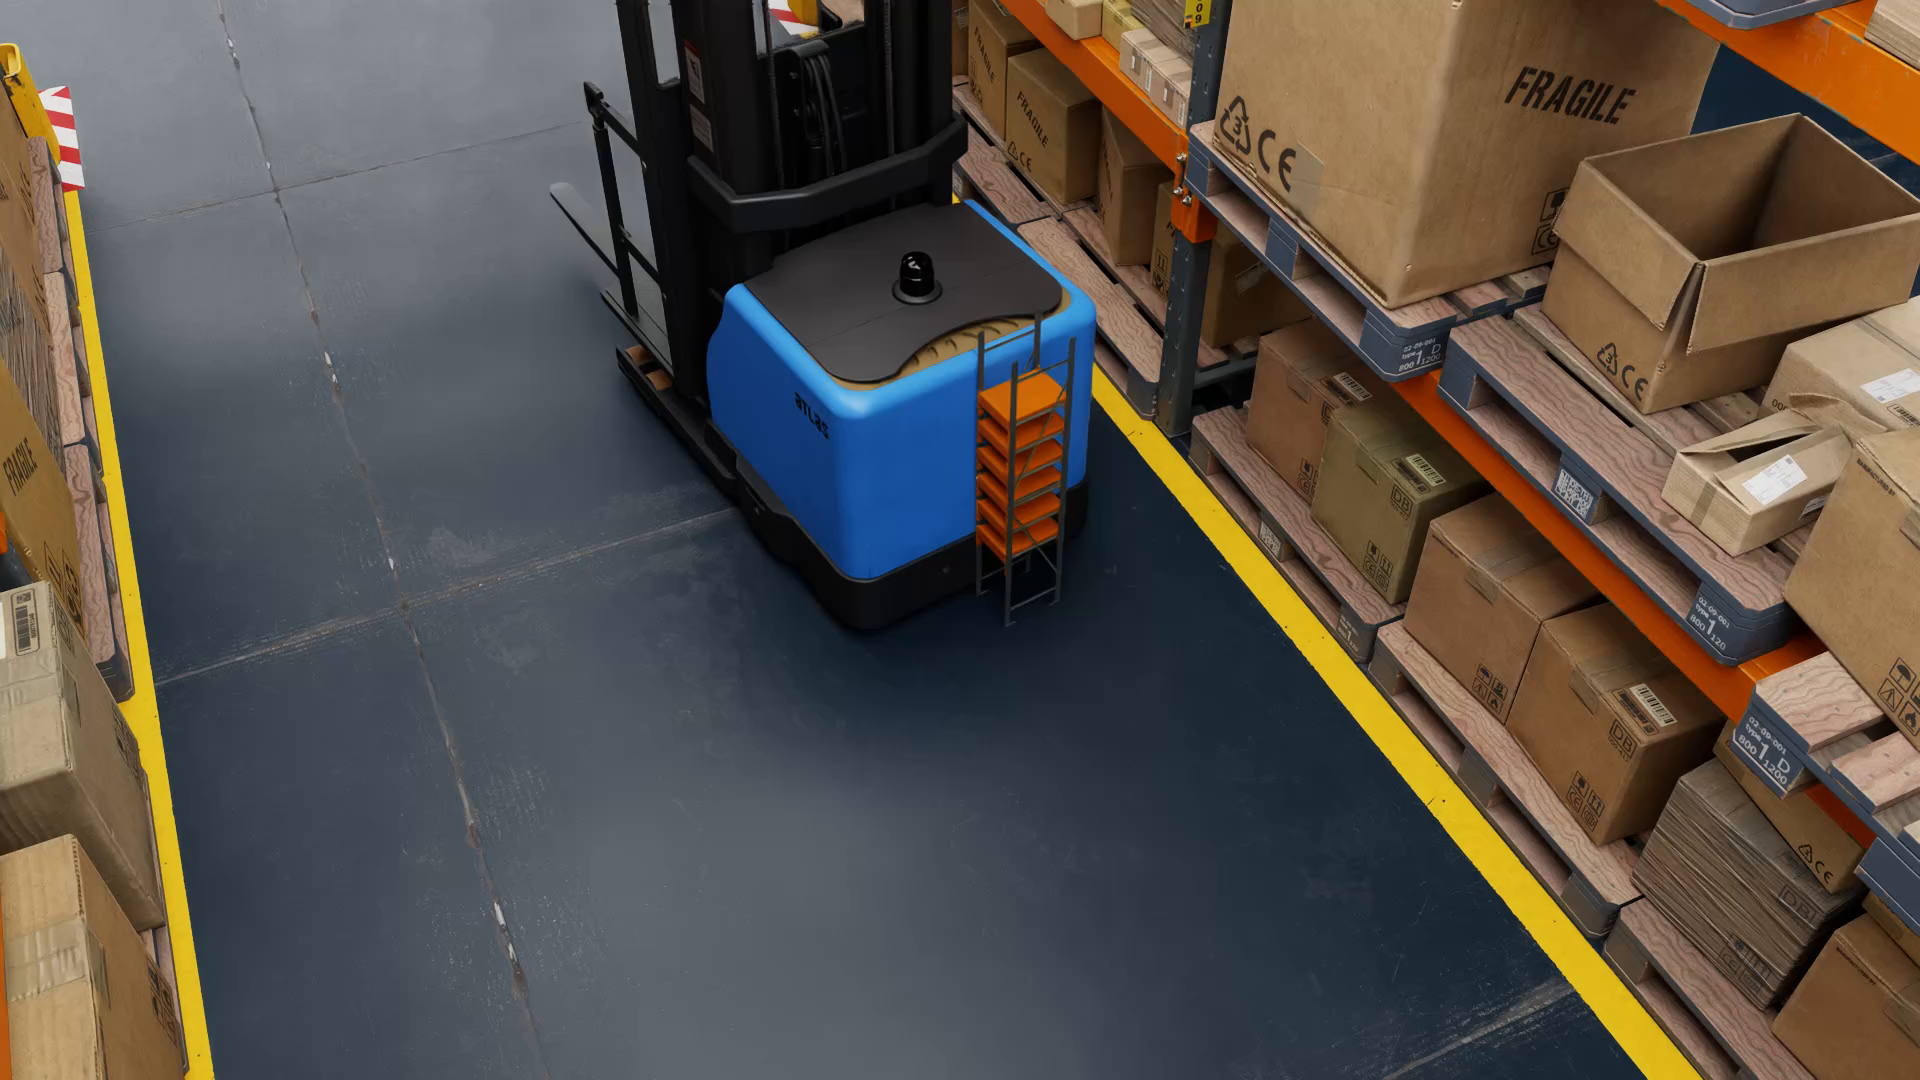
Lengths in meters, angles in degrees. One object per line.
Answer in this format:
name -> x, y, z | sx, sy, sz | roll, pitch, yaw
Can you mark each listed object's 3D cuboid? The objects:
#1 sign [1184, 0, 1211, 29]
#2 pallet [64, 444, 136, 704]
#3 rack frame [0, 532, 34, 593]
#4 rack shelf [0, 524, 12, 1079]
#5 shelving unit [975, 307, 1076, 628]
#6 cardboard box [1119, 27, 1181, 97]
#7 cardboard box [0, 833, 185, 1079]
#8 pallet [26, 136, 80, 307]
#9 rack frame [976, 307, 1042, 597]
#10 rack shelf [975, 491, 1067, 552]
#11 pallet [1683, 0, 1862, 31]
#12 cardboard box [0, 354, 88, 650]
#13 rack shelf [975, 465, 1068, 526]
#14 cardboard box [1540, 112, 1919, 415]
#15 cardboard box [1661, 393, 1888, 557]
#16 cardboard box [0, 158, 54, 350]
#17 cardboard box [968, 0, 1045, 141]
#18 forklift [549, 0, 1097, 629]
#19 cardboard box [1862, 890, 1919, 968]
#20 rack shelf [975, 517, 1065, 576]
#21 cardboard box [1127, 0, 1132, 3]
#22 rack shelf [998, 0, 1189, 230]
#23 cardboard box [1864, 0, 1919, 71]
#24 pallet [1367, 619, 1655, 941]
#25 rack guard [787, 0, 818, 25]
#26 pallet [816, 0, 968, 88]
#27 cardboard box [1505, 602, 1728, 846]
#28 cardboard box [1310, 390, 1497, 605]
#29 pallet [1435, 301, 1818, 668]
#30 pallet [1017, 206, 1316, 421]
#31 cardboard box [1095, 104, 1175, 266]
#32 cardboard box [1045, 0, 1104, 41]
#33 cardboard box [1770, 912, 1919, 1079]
sign -> 0.775, -1.796, 5.318 | 0.100, 0.325, 0.005 | -18, 47, -17
pallet -> -3.528, 0.232, 5.864 | 1.003, 0.211, 1.213 | -18, 47, -17
rack frame -> -3.279, -0.253, 4.370 | 1.000, 3.000, 0.127 | -18, 47, -17
rack shelf -> -2.438, 1.278, 3.331 | 1.077, 0.370, 4.000 | -18, 47, -17
shelving unit -> 0.209, -0.214, 5.612 | 0.258, 1.200, 0.189 | -25, 50, -23
cardboard box -> 0.810, -1.776, 6.093 | 0.380, 0.149, 0.250 | -18, 47, -17
cardboard box -> -2.534, 1.384, 4.015 | 1.050, 0.750, 0.750 | -18, 47, -17
pallet -> -4.554, -1.323, 7.440 | 1.003, 0.211, 1.213 | -18, 47, -17
rack frame -> 0.159, -0.267, 5.667 | 0.240, 1.200, 0.006 | -25, 50, -23
rack shelf -> 0.209, -0.097, 5.728 | 0.258, 0.103, 0.180 | -25, 50, -23
pallet -> 1.866, -1.569, 3.702 | 1.213, 0.211, 1.003 | -18, 47, -17
cardboard box -> -3.480, -0.067, 5.396 | 0.875, 0.875, 0.875 | -17, 47, -17
rack shelf -> 0.209, -0.182, 5.644 | 0.258, 0.103, 0.180 | -25, 50, -23
cardboard box -> 2.077, -0.762, 4.514 | 0.797, 0.503, 0.637 | -14, 46, -13
cardboard box -> 2.000, -0.188, 4.102 | 0.396, 0.266, 0.258 | -19, 48, -19
cardboard box -> -4.244, -1.222, 6.567 | 0.875, 0.875, 0.875 | -19, 48, -18
cardboard box -> 0.358, -2.283, 7.909 | 0.500, 0.500, 0.500 | -14, 46, -14
forklift -> -0.757, -1.739, 5.926 | 1.130, 2.935, 3.031 | -25, 50, -23
cardboard box -> 2.637, 0.944, 4.090 | 0.500, 0.250, 0.500 | -16, 47, -16
rack shelf -> 0.209, -0.011, 5.812 | 0.258, 0.103, 0.180 | -25, 50, -23
cardboard box -> 0.953, -2.428, 6.293 | 0.875, 0.500, 0.500 | -18, 47, -17
rack shelf -> 0.423, -2.671, 7.334 | 1.077, 0.370, 4.000 | -18, 47, -17
cardboard box -> 2.094, -0.982, 3.080 | 0.500, 0.250, 0.500 | -17, 47, -16
pallet -> 2.109, 0.614, 5.477 | 1.003, 0.211, 1.213 | -18, 47, -17
rack guard -> -0.386, -3.264, 9.202 | 1.175, 0.500, 0.348 | -18, 47, -17
pallet -> -0.076, -2.633, 8.768 | 1.003, 0.211, 1.213 | -18, 47, -17
cardboard box -> 2.156, 0.499, 5.075 | 0.700, 0.500, 0.500 | -14, 46, -14
cardboard box -> 1.686, -0.213, 5.796 | 0.700, 0.500, 0.500 | -18, 47, -18
pallet -> 2.076, -0.285, 4.540 | 1.003, 0.211, 1.213 | -18, 47, -17
pallet -> 0.949, -1.078, 7.192 | 1.003, 0.211, 1.213 | -18, 47, -17
cardboard box -> 0.884, -1.542, 7.158 | 0.500, 0.500, 0.500 | -5, 45, -5
cardboard box -> 0.553, -2.079, 6.400 | 0.380, 0.149, 0.250 | -18, 47, -17
cardboard box -> 2.646, 1.208, 4.356 | 0.700, 0.500, 0.500 | -20, 48, -19
